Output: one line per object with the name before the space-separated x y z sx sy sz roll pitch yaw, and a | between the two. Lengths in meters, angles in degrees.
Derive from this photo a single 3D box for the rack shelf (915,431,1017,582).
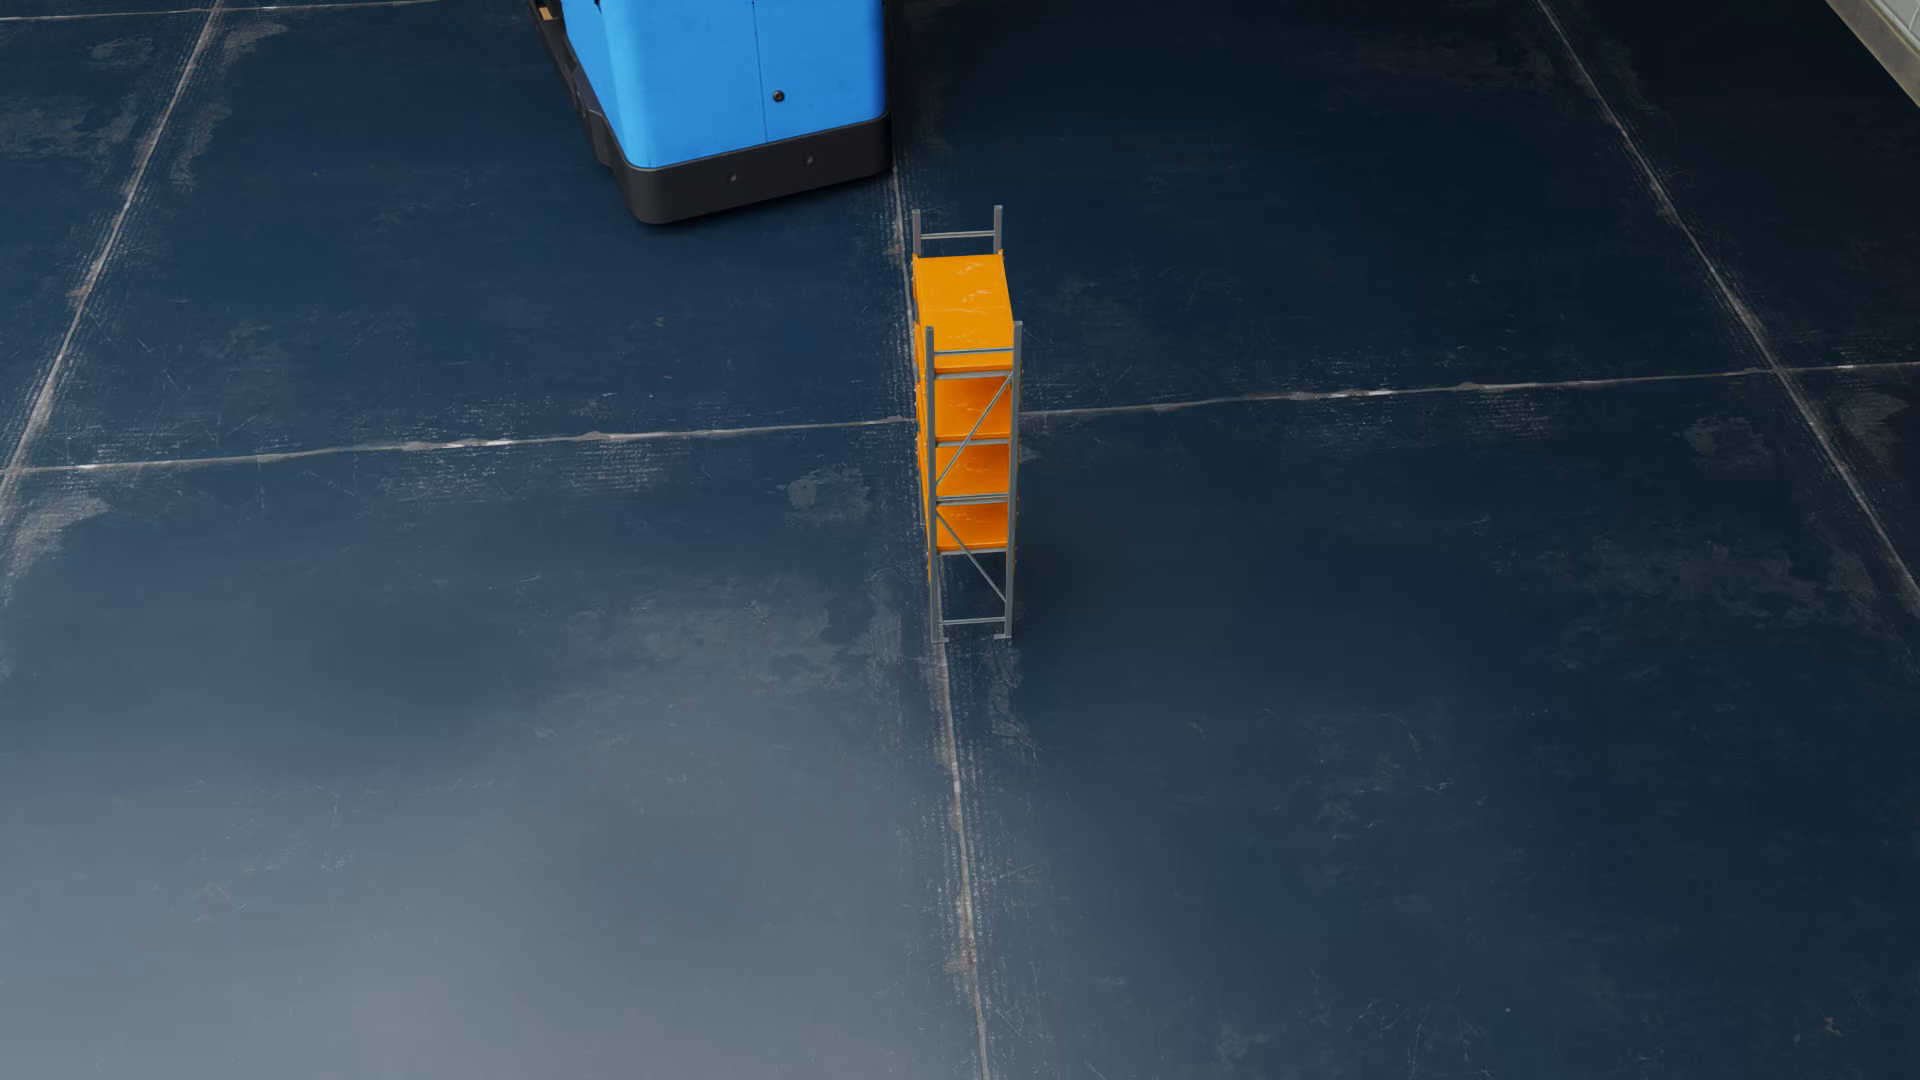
rack shelf | 0.014 -0.110 4.894 0.258 0.148 0.480 -3 47 -3

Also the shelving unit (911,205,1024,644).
shelving unit | 0.014 -0.293 4.701 0.258 1.200 0.503 -3 47 -3

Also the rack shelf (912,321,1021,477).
rack shelf | 0.014 -0.400 4.587 0.258 0.148 0.480 -3 47 -3

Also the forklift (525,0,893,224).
forklift | -1.296 -3.288 6.345 1.130 2.935 3.031 -17 49 -15

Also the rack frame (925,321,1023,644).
rack frame | 0.034 -0.116 4.534 0.240 1.200 0.015 -3 47 -3

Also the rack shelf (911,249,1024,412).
rack shelf | 0.014 -0.563 4.416 0.258 0.148 0.480 -3 47 -3

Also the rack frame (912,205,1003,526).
rack frame | -0.007 -0.469 4.868 0.240 1.200 0.015 -3 47 -3

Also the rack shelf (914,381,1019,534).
rack shelf | 0.014 -0.247 4.750 0.258 0.148 0.480 -3 47 -3
